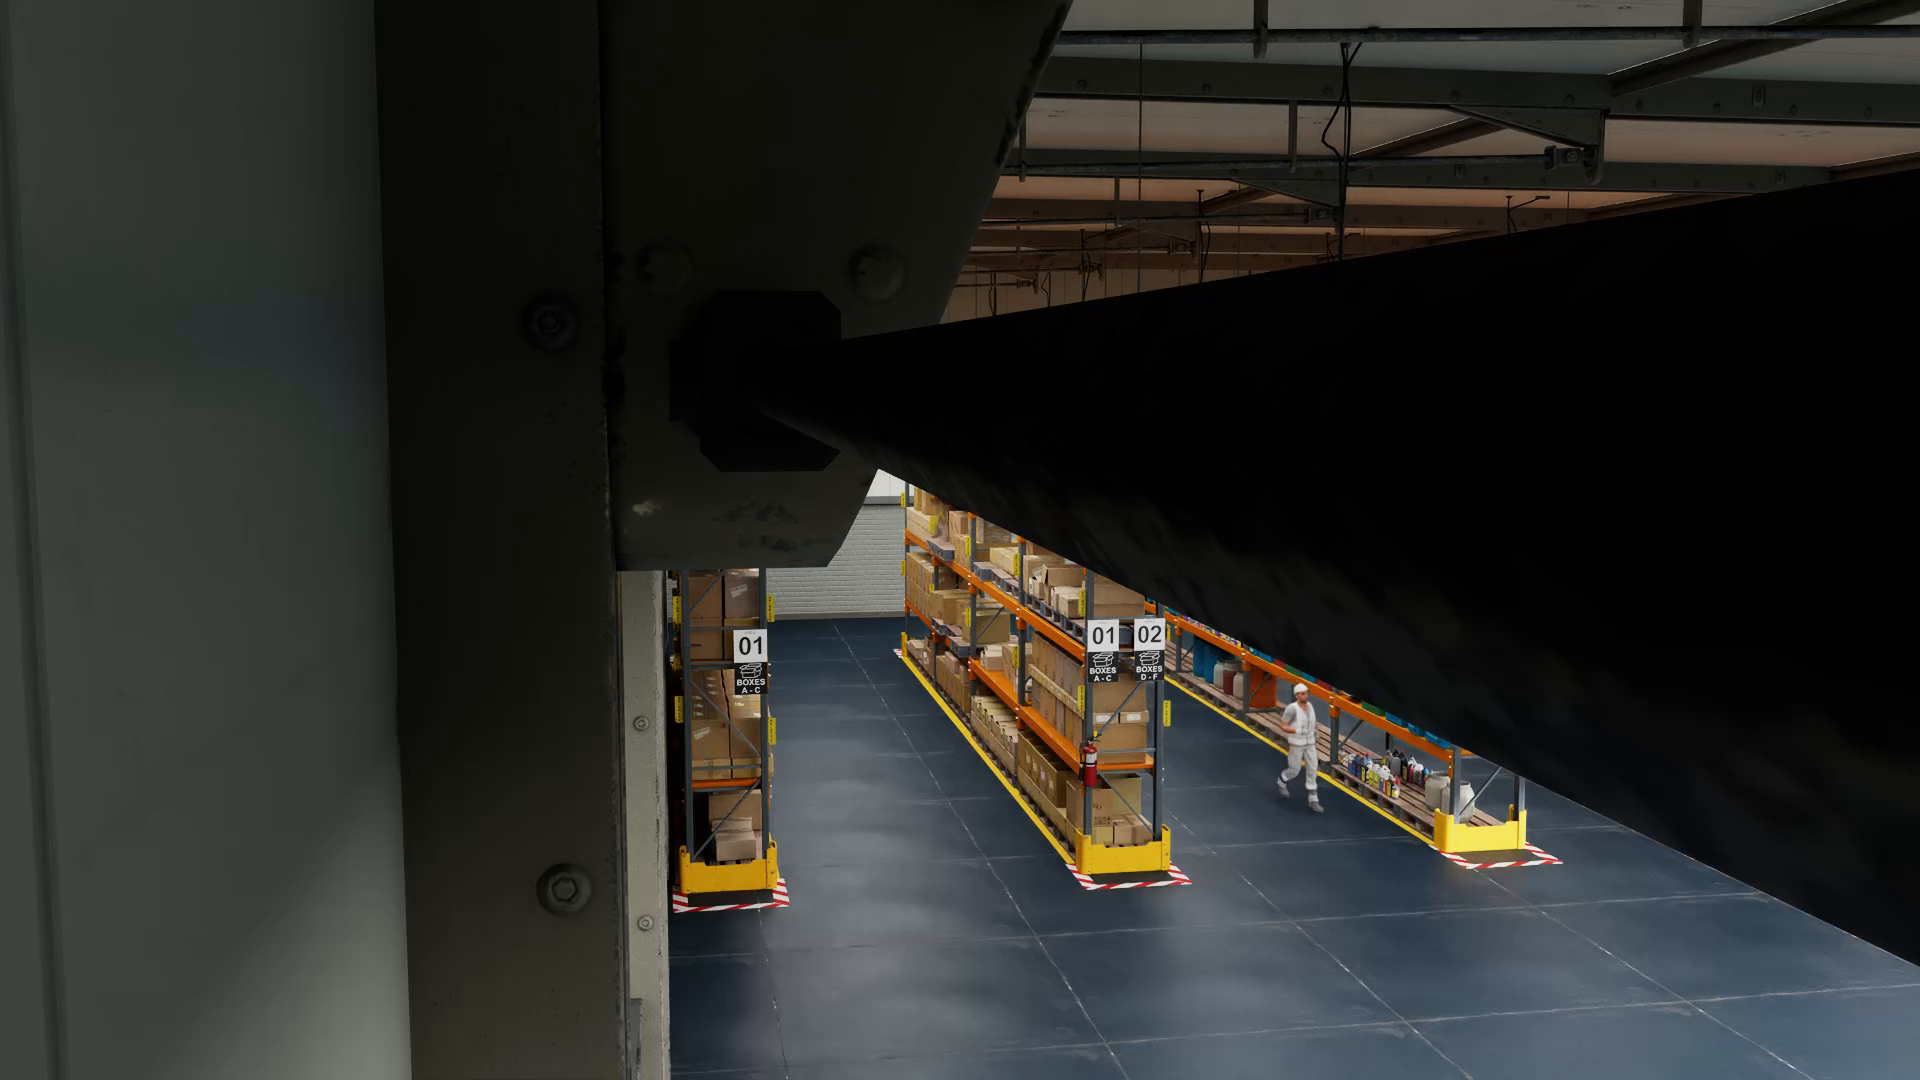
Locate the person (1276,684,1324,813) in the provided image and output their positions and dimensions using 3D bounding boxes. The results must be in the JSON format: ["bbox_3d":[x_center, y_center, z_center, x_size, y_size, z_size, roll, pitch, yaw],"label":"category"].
[{"bbox_3d":[4.894,2.945,23.882,0.656,1.786,0.987,-3,7,-24],"label":"person"}]
